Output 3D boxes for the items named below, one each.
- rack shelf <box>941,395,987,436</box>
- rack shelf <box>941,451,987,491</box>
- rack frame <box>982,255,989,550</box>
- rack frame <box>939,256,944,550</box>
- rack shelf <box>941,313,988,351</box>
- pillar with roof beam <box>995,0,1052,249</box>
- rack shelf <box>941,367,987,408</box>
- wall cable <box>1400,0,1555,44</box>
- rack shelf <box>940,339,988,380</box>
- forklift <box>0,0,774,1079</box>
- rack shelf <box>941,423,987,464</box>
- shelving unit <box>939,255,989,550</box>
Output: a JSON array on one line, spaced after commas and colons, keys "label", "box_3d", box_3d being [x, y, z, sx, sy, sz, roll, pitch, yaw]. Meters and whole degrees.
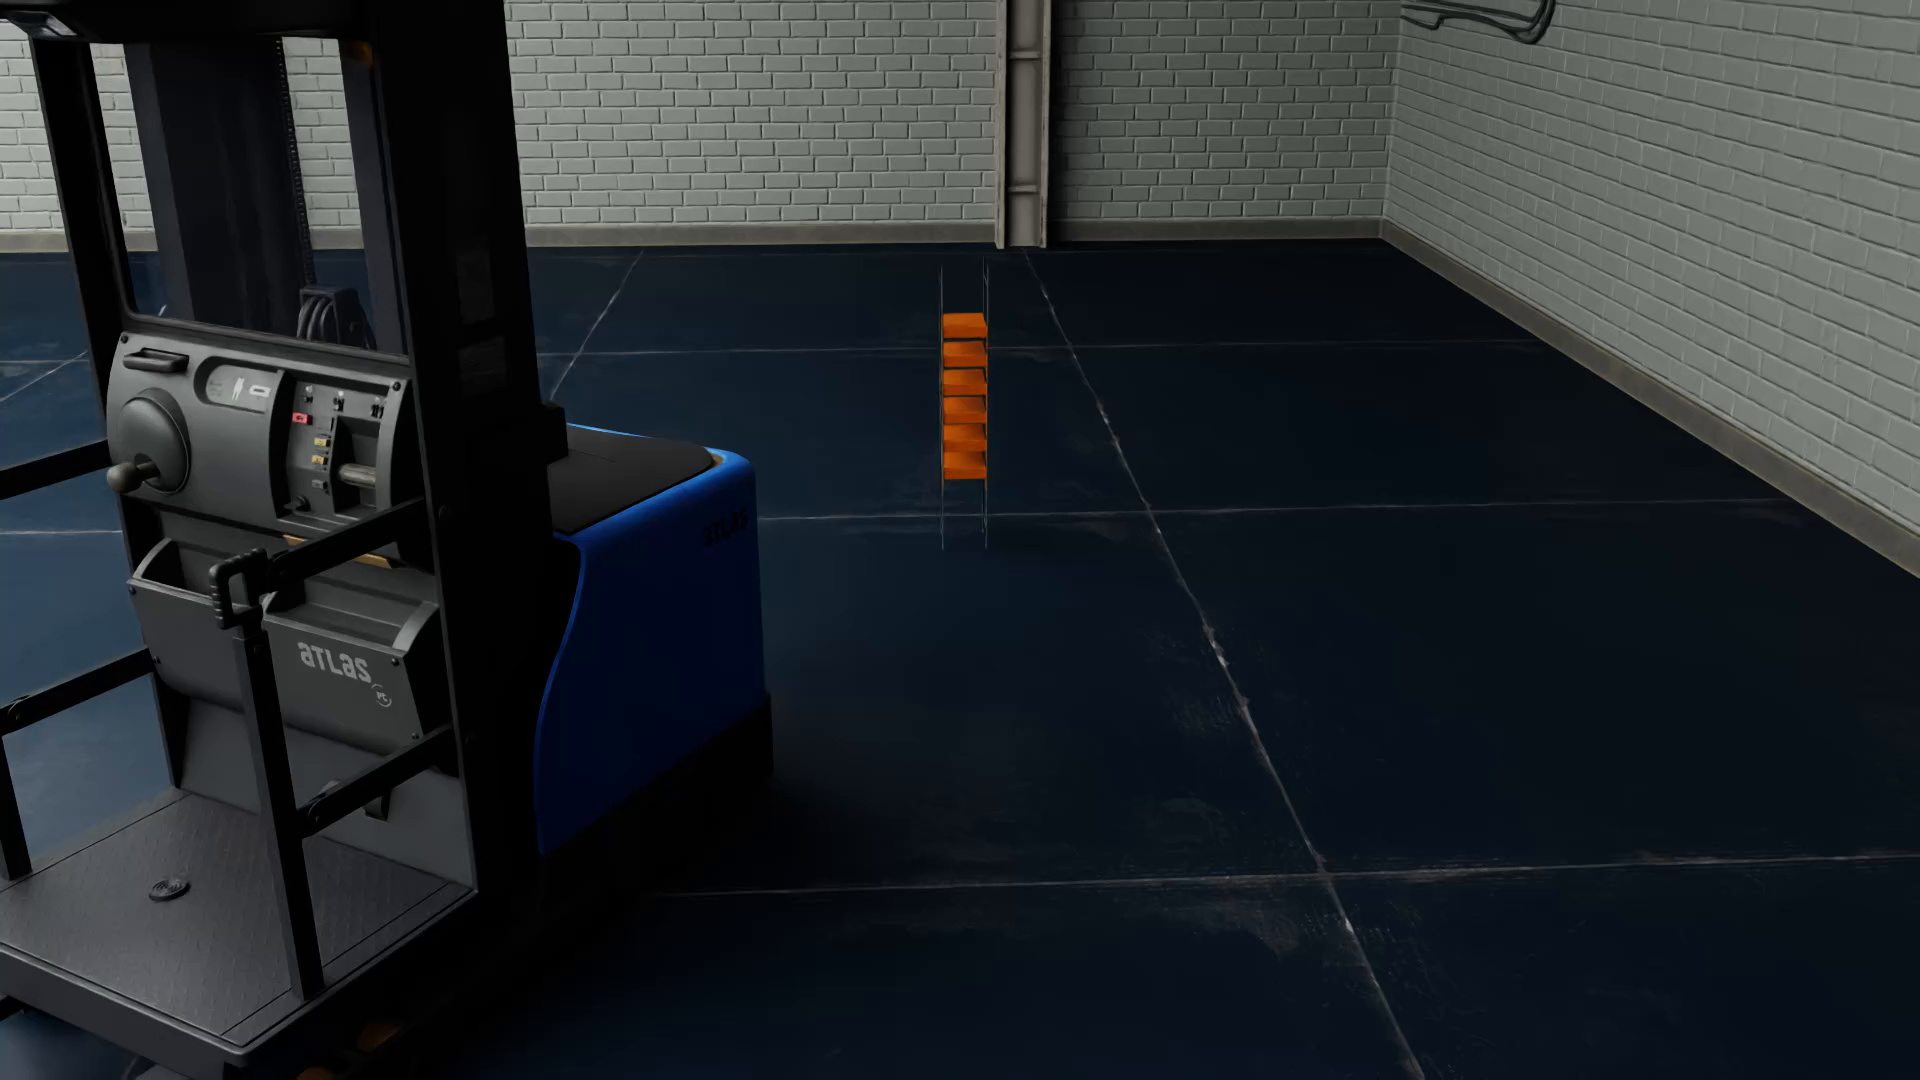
[{"label": "rack shelf", "box_3d": [0.014, -0.520, 6.924, 0.180, 0.103, 0.258, -1, 21, -3]}, {"label": "rack shelf", "box_3d": [0.014, -0.295, 7.009, 0.180, 0.103, 0.258, -1, 21, -3]}, {"label": "rack frame", "box_3d": [0.106, -0.563, 6.913, 0.006, 1.200, 0.240, -1, 21, -3]}, {"label": "rack frame", "box_3d": [-0.077, -0.559, 6.903, 0.006, 1.200, 0.240, -1, 21, -3]}, {"label": "rack shelf", "box_3d": [0.014, -0.856, 6.796, 0.180, 0.103, 0.258, -1, 21, -3]}, {"label": "pillar with roof beam", "box_3d": [0.733, -5.048, 7.733, 0.400, 9.000, 9.100, -1, 21, -3]}, {"label": "rack shelf", "box_3d": [0.014, -0.632, 6.881, 0.180, 0.103, 0.258, -1, 21, -3]}, {"label": "wall cable", "box_3d": [3.504, -4.716, 11.226, 0.112, 2.526, 3.097, -1, 21, -3]}, {"label": "rack shelf", "box_3d": [0.014, -0.744, 6.839, 0.180, 0.103, 0.258, -1, 21, -3]}, {"label": "forklift", "box_3d": [-1.707, -0.230, 3.605, 1.130, 2.935, 3.031, 11, 23, 26]}, {"label": "rack shelf", "box_3d": [0.014, -0.407, 6.967, 0.180, 0.103, 0.258, -1, 21, -3]}, {"label": "shelving unit", "box_3d": [0.014, -0.561, 6.908, 0.189, 1.200, 0.258, -1, 21, -3]}]
